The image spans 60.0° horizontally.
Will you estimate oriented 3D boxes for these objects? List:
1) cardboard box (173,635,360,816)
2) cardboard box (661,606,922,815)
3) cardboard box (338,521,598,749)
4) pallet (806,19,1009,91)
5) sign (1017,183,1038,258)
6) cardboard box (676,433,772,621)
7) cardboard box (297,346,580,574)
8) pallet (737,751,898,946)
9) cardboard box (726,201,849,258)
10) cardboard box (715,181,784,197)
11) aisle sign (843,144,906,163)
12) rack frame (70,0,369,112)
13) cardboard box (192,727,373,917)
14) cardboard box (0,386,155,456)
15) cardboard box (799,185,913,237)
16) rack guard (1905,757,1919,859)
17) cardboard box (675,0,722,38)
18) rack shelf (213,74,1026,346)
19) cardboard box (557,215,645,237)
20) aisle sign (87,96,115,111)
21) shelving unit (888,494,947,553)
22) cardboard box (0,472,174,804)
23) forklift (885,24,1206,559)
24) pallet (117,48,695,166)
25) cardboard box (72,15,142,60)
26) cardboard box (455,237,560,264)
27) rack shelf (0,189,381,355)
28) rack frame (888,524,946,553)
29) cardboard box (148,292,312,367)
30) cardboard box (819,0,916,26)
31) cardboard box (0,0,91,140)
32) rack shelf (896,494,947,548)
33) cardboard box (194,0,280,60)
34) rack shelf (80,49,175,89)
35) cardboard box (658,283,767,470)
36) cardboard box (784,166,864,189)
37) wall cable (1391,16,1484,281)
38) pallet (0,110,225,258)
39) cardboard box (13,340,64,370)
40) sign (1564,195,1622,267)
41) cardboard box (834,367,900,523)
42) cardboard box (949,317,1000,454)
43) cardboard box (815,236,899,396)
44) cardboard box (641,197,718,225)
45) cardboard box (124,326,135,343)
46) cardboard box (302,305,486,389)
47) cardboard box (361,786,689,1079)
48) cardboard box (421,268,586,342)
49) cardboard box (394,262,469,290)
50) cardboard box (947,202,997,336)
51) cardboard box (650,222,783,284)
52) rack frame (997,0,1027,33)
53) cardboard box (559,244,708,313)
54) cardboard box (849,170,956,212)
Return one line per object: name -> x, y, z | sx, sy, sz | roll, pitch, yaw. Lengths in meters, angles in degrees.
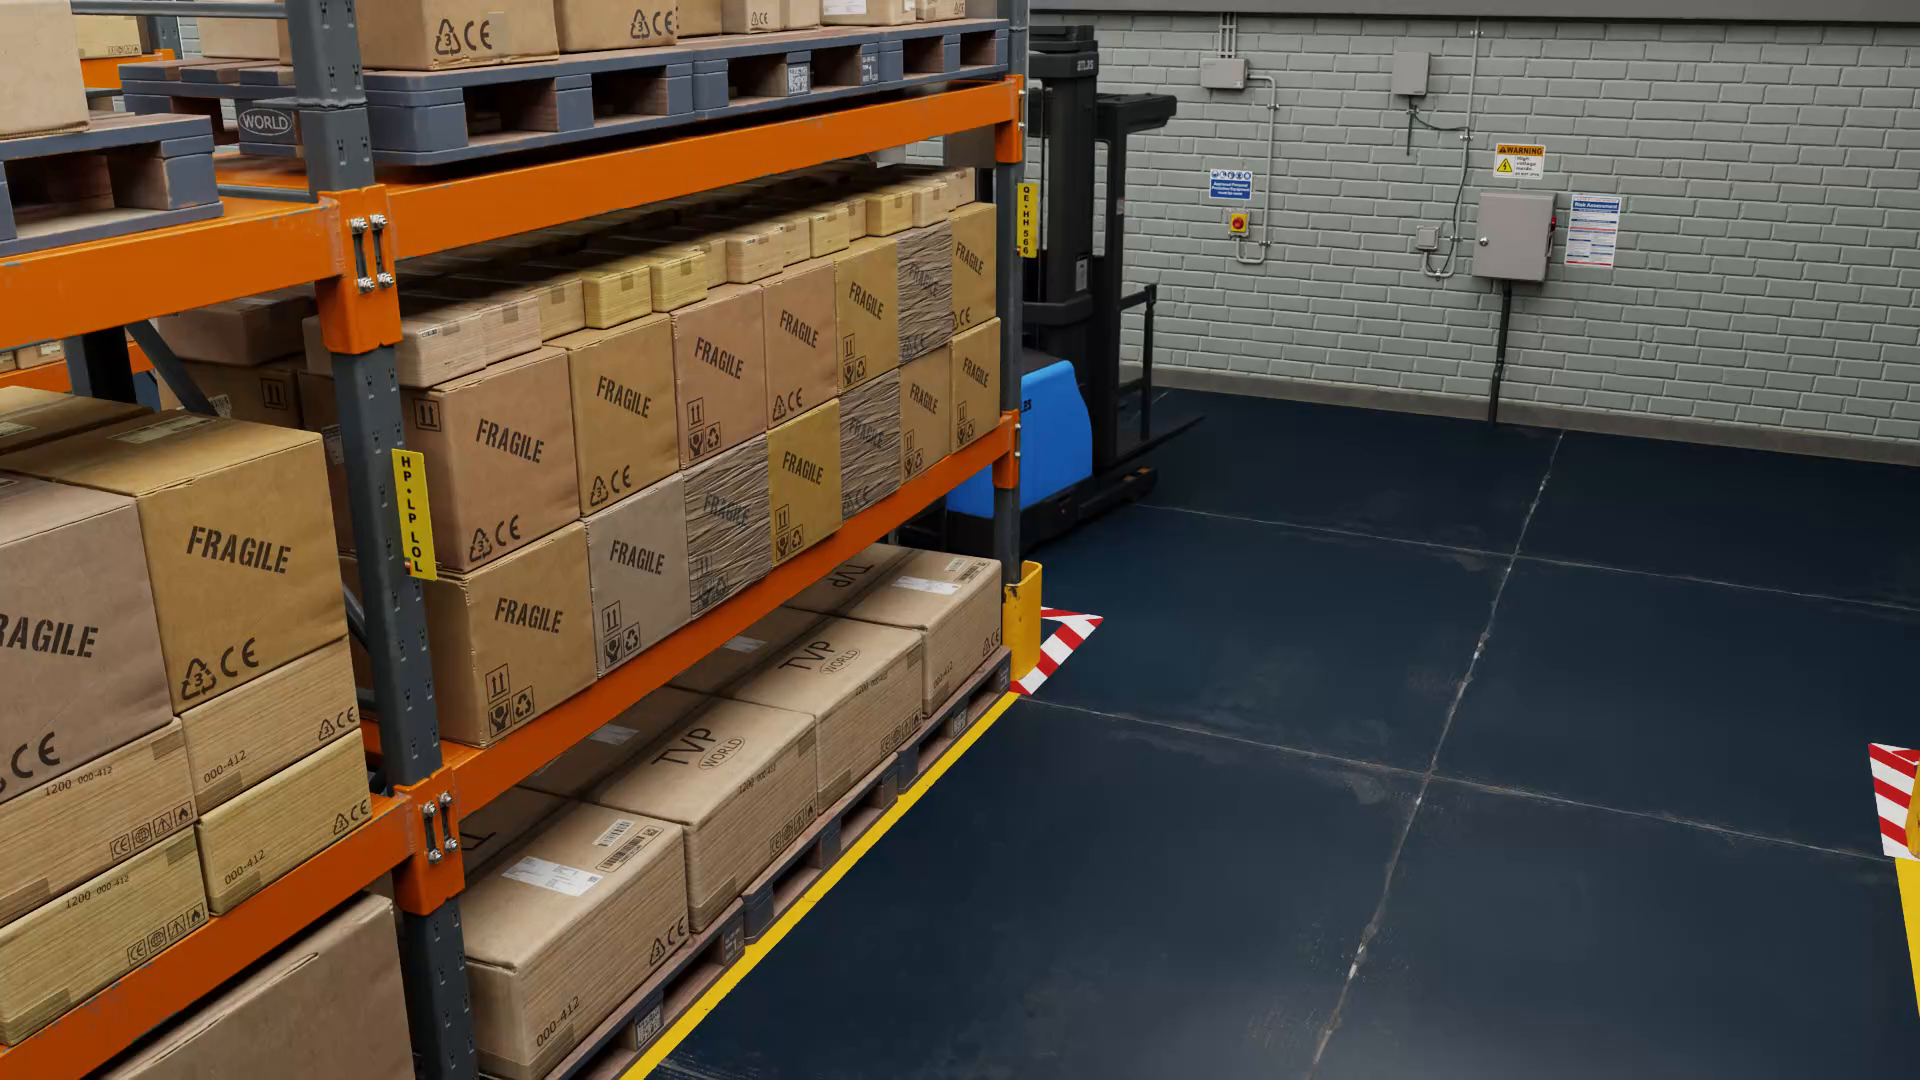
cardboard box -> -1.790, 0.380, 3.902 | 0.500, 0.250, 0.500 | 9, 21, 23
cardboard box -> -0.739, 0.659, 6.835 | 0.875, 0.438, 0.875 | 9, 22, 24
cardboard box -> -1.400, 0.222, 4.719 | 0.500, 0.500, 0.500 | 9, 22, 24
pallet -> -0.487, -1.990, 6.743 | 1.003, 0.211, 1.213 | 9, 21, 23
sign -> 0.296, -1.425, 7.417 | 0.100, 0.325, 0.005 | 9, 21, 23
cardboard box -> -0.981, -0.083, 5.575 | 0.500, 0.500, 0.500 | 9, 21, 23
cardboard box -> -1.415, -0.254, 4.565 | 0.500, 0.500, 0.500 | 9, 21, 23
pallet -> -0.950, 1.094, 6.577 | 1.003, 0.211, 1.213 | 9, 21, 23
cardboard box -> -0.630, -1.135, 6.075 | 0.380, 0.149, 0.250 | 9, 22, 24
cardboard box -> -0.936, -1.363, 6.716 | 0.380, 0.149, 0.250 | 8, 21, 21
aisle sign -> -0.428, -2.133, 7.610 | 0.394, 0.787, 0.004 | 9, 21, 23
rack frame -> -1.831, -2.450, 3.429 | 1.000, 3.000, 0.127 | 9, 21, 23
cardboard box -> -1.785, 0.619, 3.976 | 0.500, 0.250, 0.500 | 8, 21, 21
cardboard box -> -2.273, -0.047, 3.982 | 0.500, 0.500, 0.500 | 9, 21, 23
cardboard box -> -0.409, -1.290, 6.511 | 0.380, 0.149, 0.250 | 9, 22, 24
rack guard -> 4.306, 1.035, 6.314 | 1.175, 0.500, 0.348 | 9, 21, 23
cardboard box -> -1.155, -1.956, 5.591 | 0.500, 0.500, 0.500 | 9, 21, 24
rack shelf -> -1.012, -1.309, 5.771 | 1.077, 0.370, 4.000 | 9, 21, 23
cardboard box -> -1.327, -1.045, 5.820 | 0.380, 0.149, 0.250 | 9, 21, 23
aisle sign -> -4.994, -2.783, 9.438 | 0.394, 0.787, 0.004 | 9, 21, 23
shelving unit -> -0.375, -0.826, 9.105 | 0.431, 2.100, 0.503 | 15, 27, 30
cardboard box -> -1.990, 0.188, 3.321 | 0.500, 0.500, 0.500 | 9, 21, 24
forklift -> 0.633, -1.708, 10.398 | 1.130, 2.935, 3.031 | 13, 23, 32
pallet -> -1.486, -1.244, 4.645 | 1.003, 0.211, 1.213 | 9, 21, 23
cardboard box -> -4.695, -2.662, 8.724 | 0.500, 0.250, 0.500 | 8, 21, 22
cardboard box -> -1.520, -0.887, 5.377 | 0.380, 0.149, 0.250 | 8, 21, 22
rack shelf -> -2.650, -0.087, 2.333 | 1.077, 0.370, 4.000 | 9, 21, 23
rack frame -> -0.239, -0.903, 9.293 | 0.400, 2.100, 0.015 | 15, 27, 30
cardboard box -> -1.995, -0.585, 4.528 | 0.380, 0.149, 0.250 | 8, 21, 22
cardboard box -> -0.394, -2.097, 6.512 | 0.380, 0.149, 0.250 | 7, 21, 19
cardboard box -> -2.000, -0.895, 3.037 | 0.500, 0.311, 0.500 | 9, 21, 23
rack shelf -> -0.385, -0.168, 9.381 | 0.431, 0.518, 0.480 | 15, 27, 30
cardboard box -> -1.861, -1.458, 4.539 | 0.396, 0.266, 0.258 | 9, 22, 24
rack shelf -> -5.569, -1.958, 7.594 | 1.077, 0.370, 4.000 | 9, 21, 23
cardboard box -> -0.982, -0.563, 5.433 | 0.500, 0.500, 0.500 | 9, 21, 24
cardboard box -> -0.633, -1.510, 7.128 | 0.380, 0.149, 0.250 | 9, 22, 24
wall cable -> 3.393, -2.861, 12.021 | 0.588, 1.984, 0.122 | 9, 21, 23
pallet -> -2.161, -0.660, 3.156 | 0.805, 0.209, 1.217 | 8, 21, 21
cardboard box -> -4.934, -1.007, 8.699 | 0.380, 0.149, 0.250 | 9, 22, 24
sign -> 4.487, -2.191, 11.795 | 0.329, 0.494, 0.001 | 9, 21, 23
cardboard box -> -0.570, -0.400, 6.467 | 0.500, 0.500, 0.500 | 9, 22, 24
cardboard box -> -0.149, -0.710, 7.339 | 0.500, 0.500, 0.500 | 9, 21, 23
cardboard box -> -0.566, -0.870, 6.297 | 0.500, 0.500, 0.500 | 8, 21, 22
cardboard box -> -1.136, -1.205, 6.271 | 0.380, 0.149, 0.250 | 9, 21, 23
cardboard box -> -4.762, -1.167, 9.149 | 0.380, 0.149, 0.250 | 9, 21, 23
cardboard box -> -1.465, -0.508, 4.312 | 0.380, 0.149, 0.250 | 8, 21, 22
cardboard box -> -1.476, 1.209, 5.291 | 0.875, 0.438, 0.875 | 8, 21, 22
cardboard box -> -1.308, -0.673, 4.775 | 0.380, 0.149, 0.250 | 8, 21, 22
cardboard box -> -1.677, -0.726, 4.924 | 0.380, 0.149, 0.250 | 9, 21, 23
cardboard box -> -0.173, -1.185, 7.182 | 0.500, 0.500, 0.500 | 9, 22, 24
cardboard box -> -0.824, -0.971, 5.614 | 0.380, 0.149, 0.250 | 9, 21, 23
rack frame -> -0.193, -3.673, 6.867 | 1.000, 3.000, 0.127 | 9, 21, 23
cardboard box -> -1.016, -0.818, 5.182 | 0.380, 0.149, 0.250 | 8, 21, 21
cardboard box -> -0.239, -1.452, 6.966 | 0.380, 0.149, 0.250 | 9, 21, 24
